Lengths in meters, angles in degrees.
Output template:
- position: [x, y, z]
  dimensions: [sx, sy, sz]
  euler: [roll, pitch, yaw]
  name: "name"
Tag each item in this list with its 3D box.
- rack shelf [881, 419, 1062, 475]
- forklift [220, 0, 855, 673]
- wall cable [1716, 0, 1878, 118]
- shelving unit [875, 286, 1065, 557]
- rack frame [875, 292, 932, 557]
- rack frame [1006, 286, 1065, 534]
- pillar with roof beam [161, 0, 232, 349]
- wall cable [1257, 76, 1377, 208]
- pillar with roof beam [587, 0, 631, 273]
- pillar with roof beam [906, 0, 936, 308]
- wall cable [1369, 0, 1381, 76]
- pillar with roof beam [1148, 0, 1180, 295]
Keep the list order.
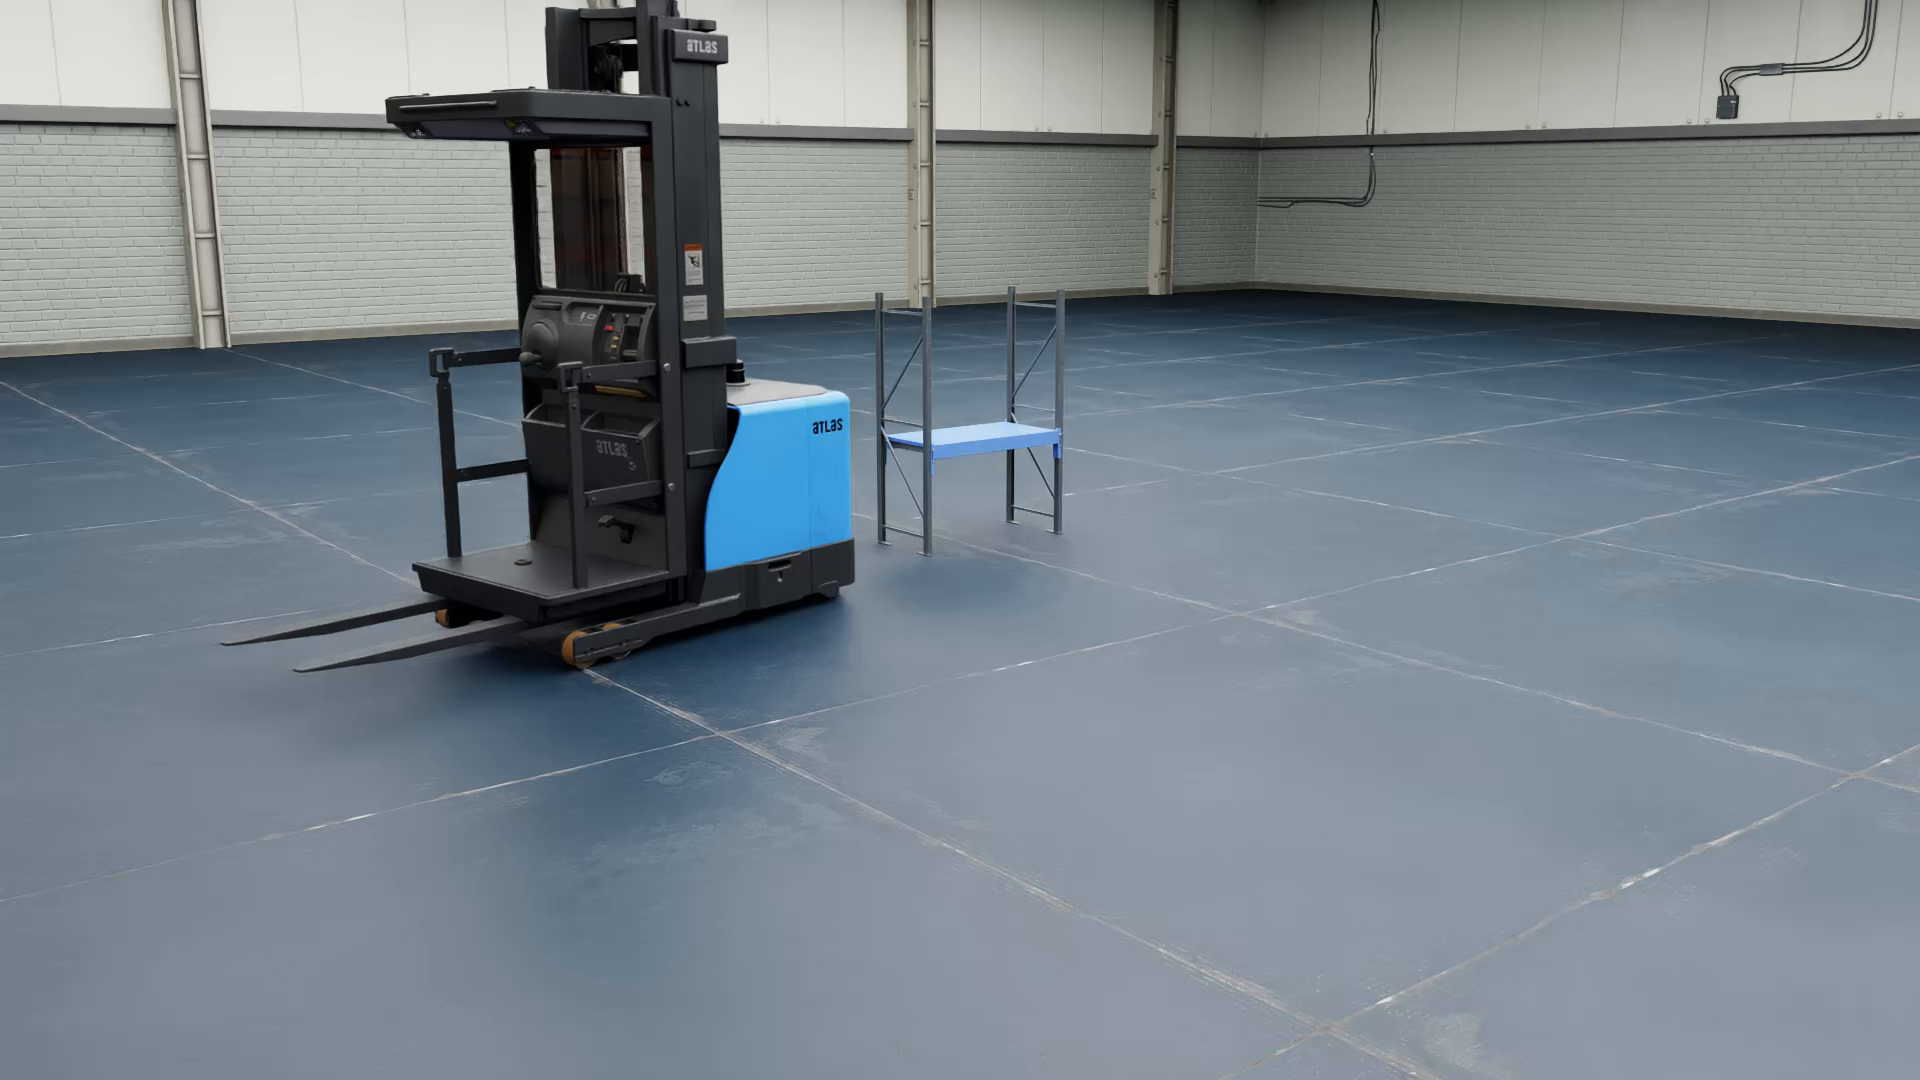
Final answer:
- position: [0.067, -0.569, 10.062]
  dimensions: [1.000, 0.185, 0.538]
  euler: [-9, 15, -38]
  name: "rack shelf"
- position: [-1.891, -0.978, 7.677]
  dimensions: [1.130, 2.935, 3.031]
  euler: [10, 16, 39]
  name: "forklift"
- position: [13.056, -9.624, 25.598]
  dimensions: [0.169, 6.003, 2.305]
  euler: [-9, 15, -38]
  name: "wall cable"
- position: [0.067, -0.745, 10.025]
  dimensions: [1.048, 1.500, 0.538]
  euler: [-9, 15, -38]
  name: "shelving unit"
- position: [-0.330, -0.679, 9.714]
  dimensions: [0.032, 1.500, 0.500]
  euler: [-9, 15, -38]
  name: "rack frame"
- position: [0.464, -0.811, 10.336]
  dimensions: [0.032, 1.500, 0.500]
  euler: [-9, 15, -38]
  name: "rack frame"
- position: [-7.354, -6.300, 18.134]
  dimensions: [0.400, 9.000, 9.100]
  euler: [-9, 15, -38]
  name: "pillar with roof beam"
- position: [7.138, -7.983, 33.535]
  dimensions: [0.112, 2.526, 3.097]
  euler: [-9, 15, -38]
  name: "wall cable"
- position: [-2.669, -7.079, 21.801]
  dimensions: [0.400, 9.000, 9.100]
  euler: [-9, 15, -38]
  name: "pillar with roof beam"
- position: [2.016, -7.857, 25.467]
  dimensions: [0.400, 9.000, 9.100]
  euler: [-9, 15, -38]
  name: "pillar with roof beam"
- position: [8.828, -10.015, 30.944]
  dimensions: [0.112, 2.526, 3.097]
  euler: [-9, 15, -38]
  name: "wall cable"
- position: [6.701, -8.636, 29.134]
  dimensions: [0.400, 9.000, 9.100]
  euler: [-9, 15, -38]
  name: "pillar with roof beam"
